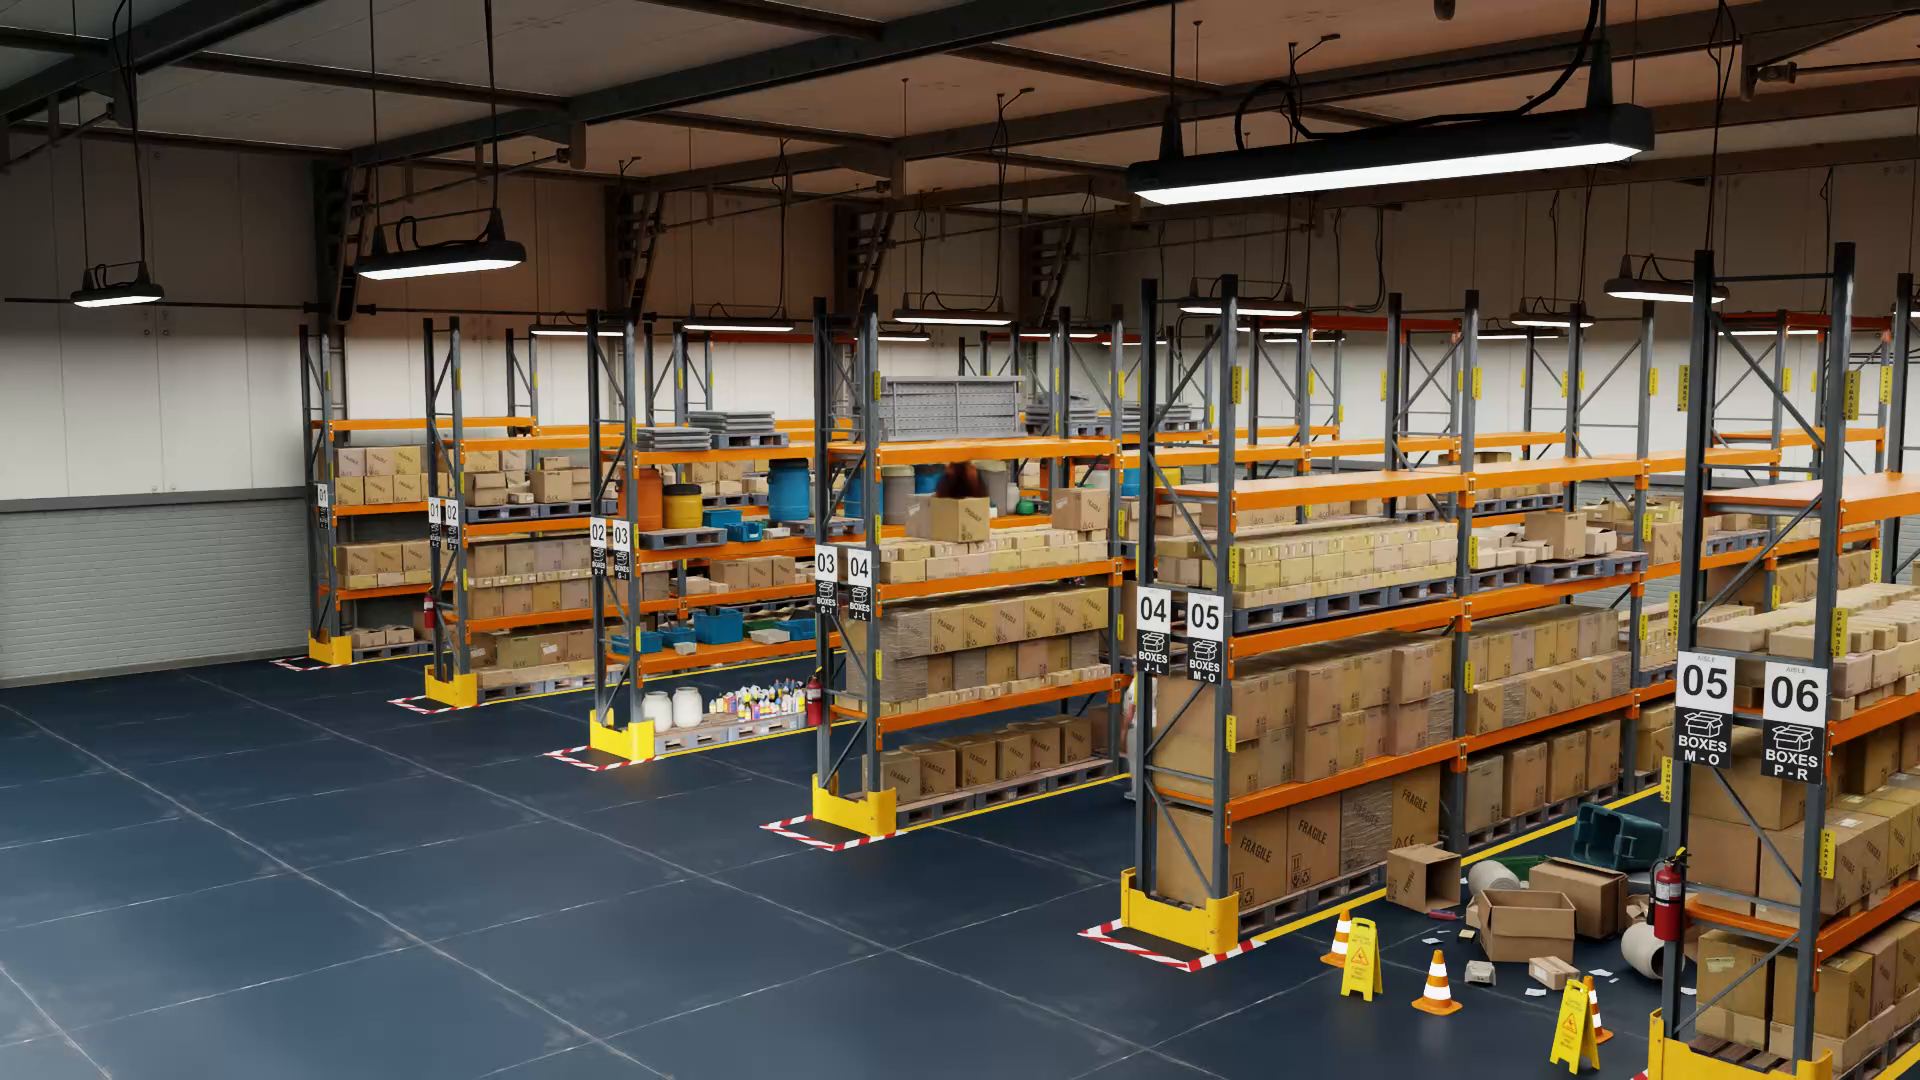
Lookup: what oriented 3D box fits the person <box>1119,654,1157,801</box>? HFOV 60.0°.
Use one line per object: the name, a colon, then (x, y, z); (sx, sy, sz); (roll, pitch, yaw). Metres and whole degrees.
person: (2.178, 2.265, 20.013); (0.410, 1.781, 0.550); (5, 8, 41)
